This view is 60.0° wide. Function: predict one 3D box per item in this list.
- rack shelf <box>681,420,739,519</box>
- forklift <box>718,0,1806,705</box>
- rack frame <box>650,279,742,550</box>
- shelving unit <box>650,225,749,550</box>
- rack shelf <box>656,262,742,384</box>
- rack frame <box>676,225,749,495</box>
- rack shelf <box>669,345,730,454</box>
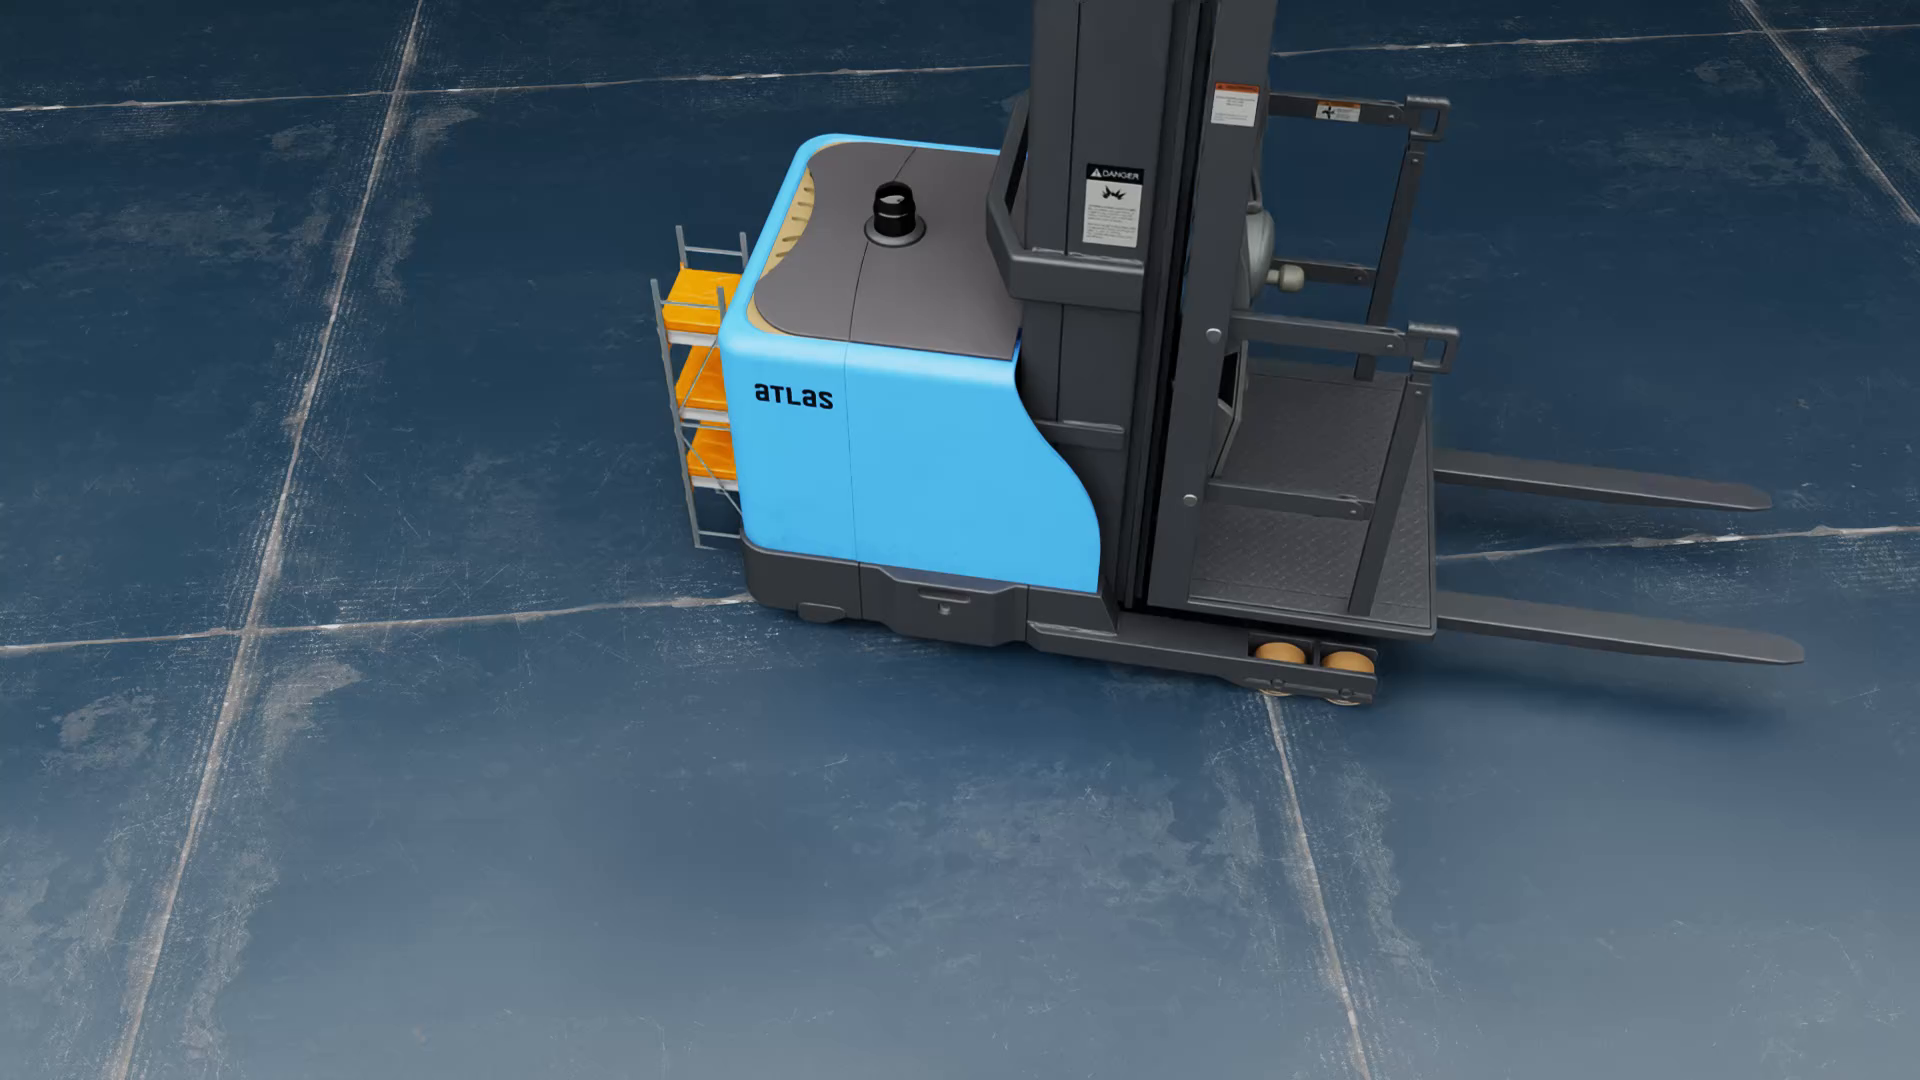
[{"bbox_3d":[-0.712,-0.216,5.129,0.215,0.259,0.240,7,47,6],"label":"rack shelf"},{"bbox_3d":[0.922,-0.951,4.132,3.031,2.935,1.130,7,47,7],"label":"forklift"},{"bbox_3d":[-0.732,-0.327,4.836,0.200,1.050,0.008,7,47,6],"label":"rack frame"},{"bbox_3d":[-0.712,-0.414,4.919,0.215,1.050,0.252,7,47,6],"label":"shelving unit"},{"bbox_3d":[-0.712,-0.602,4.721,0.215,0.259,0.240,7,47,6],"label":"rack shelf"},{"bbox_3d":[-0.693,-0.501,5.002,0.200,1.050,0.008,7,47,6],"label":"rack frame"},{"bbox_3d":[-0.712,-0.407,4.927,0.215,0.259,0.240,7,47,6],"label":"rack shelf"}]
